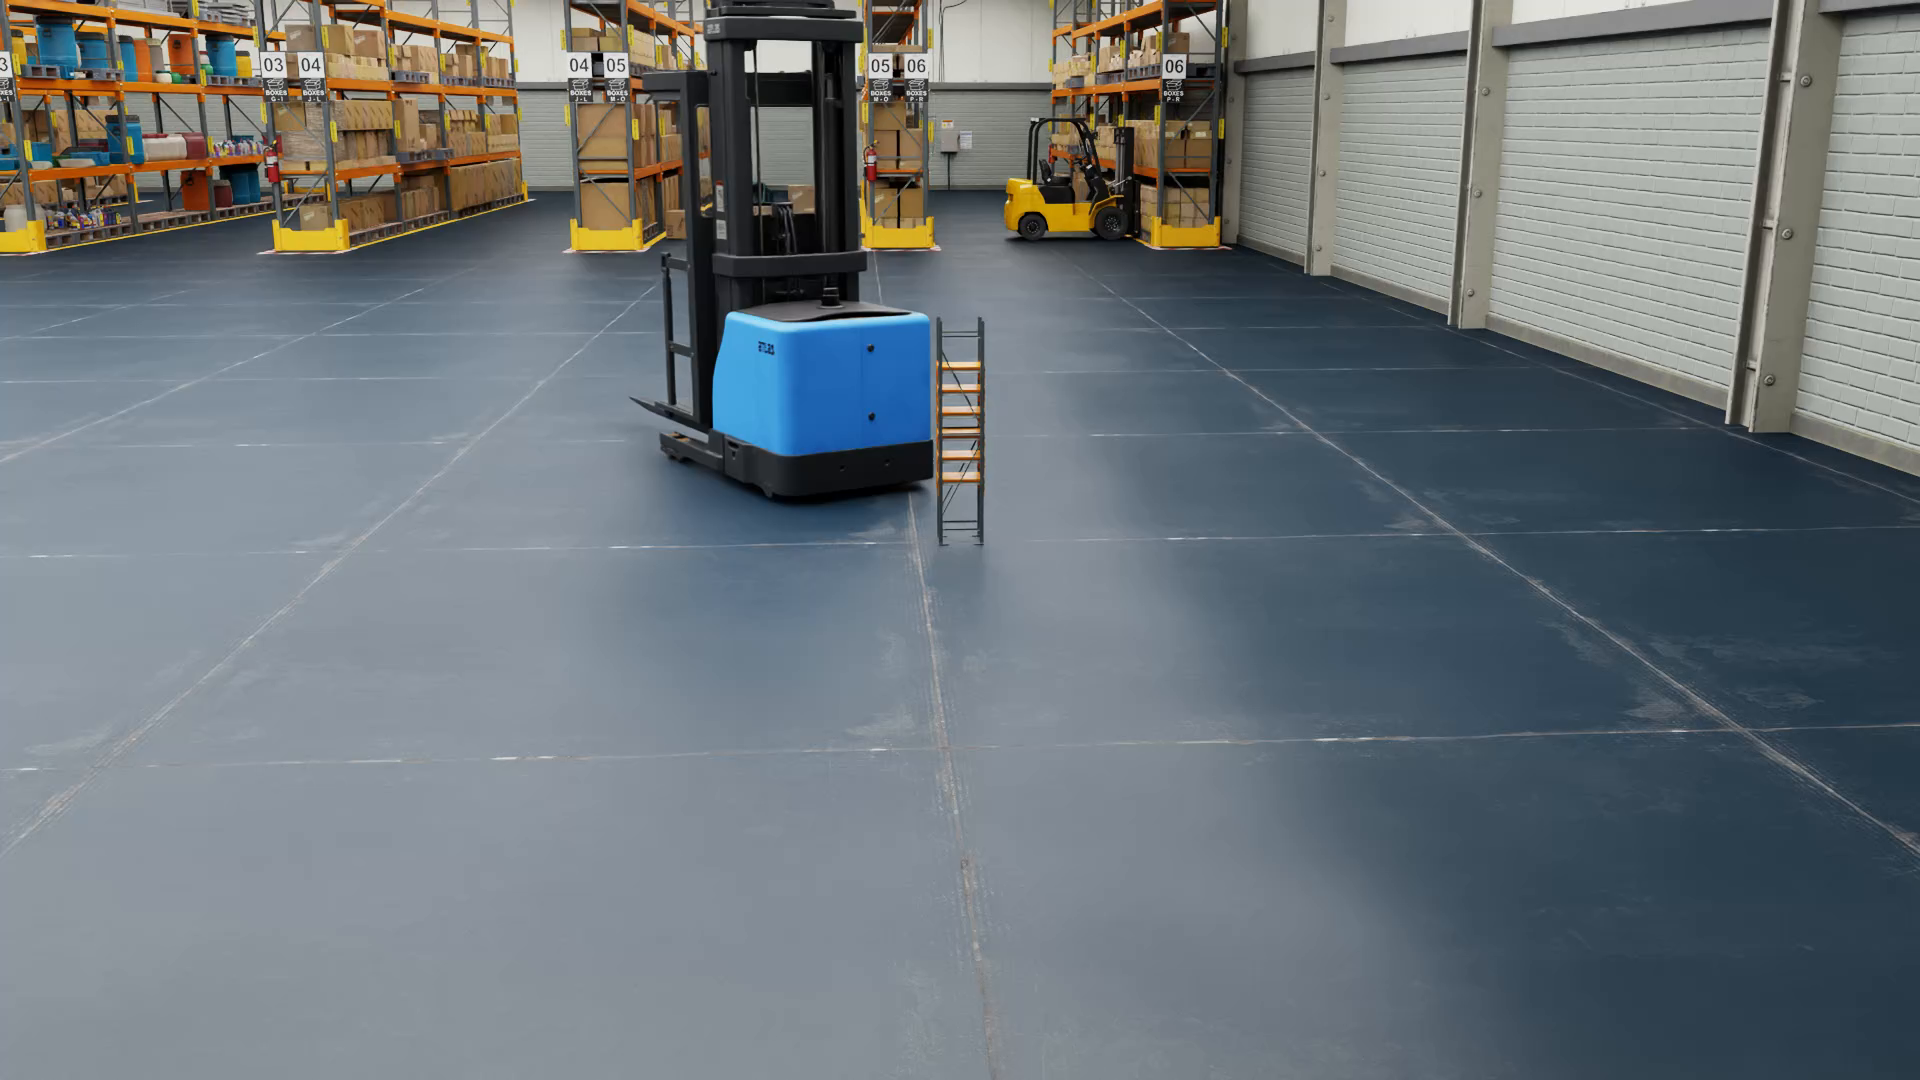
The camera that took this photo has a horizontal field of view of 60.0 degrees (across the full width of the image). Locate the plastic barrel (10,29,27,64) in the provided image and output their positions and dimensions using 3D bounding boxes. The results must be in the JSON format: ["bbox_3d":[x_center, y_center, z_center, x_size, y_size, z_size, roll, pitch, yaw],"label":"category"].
[{"bbox_3d":[-16.074,-8.294,28.002,0.600,0.588,0.600,0,14,0],"label":"plastic barrel"}]

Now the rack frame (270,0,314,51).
[{"bbox_3d":[-16.868,-13.150,42.075,1.000,3.000,0.127,-1,14,-3],"label":"rack frame"}]

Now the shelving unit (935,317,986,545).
[{"bbox_3d":[0.001,-0.577,8.863,0.258,1.200,0.189,-1,14,-3],"label":"shelving unit"}]

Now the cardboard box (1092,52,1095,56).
[{"bbox_3d":[3.305,-11.344,39.108,0.396,0.266,0.258,-1,14,-3],"label":"cardboard box"}]

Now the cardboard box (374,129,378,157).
[{"bbox_3d":[-11.219,-7.291,30.547,0.875,0.500,0.500,-1,14,-3],"label":"cardboard box"}]

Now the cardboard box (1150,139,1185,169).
[{"bbox_3d":[3.619,-6.739,28.998,0.500,0.500,0.500,-1,14,-5],"label":"cardboard box"}]

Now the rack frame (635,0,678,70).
[{"bbox_3d":[-6.472,-11.288,34.839,1.000,3.000,0.127,-1,14,-3],"label":"rack frame"}]

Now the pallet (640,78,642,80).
[{"bbox_3d":[-6.307,-9.307,33.537,1.003,0.211,1.213,0,14,-1],"label":"pallet"}]

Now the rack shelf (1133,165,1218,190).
[{"bbox_3d":[3.788,-6.721,30.573,1.077,0.370,4.000,-1,14,-3],"label":"rack shelf"}]

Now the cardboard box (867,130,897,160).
[{"bbox_3d":[-1.351,-6.818,28.707,0.500,0.500,0.500,-1,14,-4],"label":"cardboard box"}]

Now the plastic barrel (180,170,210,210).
[{"bbox_3d":[-16.420,-7.529,35.780,0.600,0.830,0.708,-1,14,-3],"label":"plastic barrel"}]

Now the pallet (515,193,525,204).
[{"bbox_3d":[-11.797,-8.773,42.699,1.003,0.211,1.213,-1,14,-3],"label":"pallet"}]

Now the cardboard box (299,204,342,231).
[{"bbox_3d":[-10.955,-5.490,28.518,0.500,0.500,0.500,2,15,7],"label":"cardboard box"}]

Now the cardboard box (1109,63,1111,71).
[{"bbox_3d":[3.245,-9.610,33.799,0.380,0.149,0.250,-1,14,-4],"label":"cardboard box"}]

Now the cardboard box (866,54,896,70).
[{"bbox_3d":[-1.343,-8.142,28.335,0.500,0.250,0.500,-1,14,-4],"label":"cardboard box"}]

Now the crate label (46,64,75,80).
[{"bbox_3d":[-15.663,-8.116,28.831,0.502,0.251,0.408,-1,14,-3],"label":"crate label"}]

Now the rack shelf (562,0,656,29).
[{"bbox_3d":[-6.101,-9.254,29.179,1.077,0.370,4.000,-1,14,-3],"label":"rack shelf"}]

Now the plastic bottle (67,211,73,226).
[{"bbox_3d":[-16.359,-5.910,30.570,0.097,0.271,0.097,0,14,0],"label":"plastic bottle"}]

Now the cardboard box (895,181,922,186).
[{"bbox_3d":[-0.986,-6.581,31.756,0.500,0.500,0.500,-1,14,-4],"label":"cardboard box"}]

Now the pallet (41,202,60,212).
[{"bbox_3d":[-21.476,-7.622,38.226,1.003,0.211,1.213,-1,14,-3],"label":"pallet"}]

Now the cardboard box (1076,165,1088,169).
[{"bbox_3d":[2.985,-8.915,39.931,0.380,0.149,0.250,-1,14,-4],"label":"cardboard box"}]

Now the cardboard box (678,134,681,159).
[{"bbox_3d":[-6.176,-8.323,35.155,0.500,0.500,0.500,-1,14,-3],"label":"cardboard box"}]

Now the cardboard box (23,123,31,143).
[{"bbox_3d":[-21.758,-9.305,38.126,0.700,0.500,0.500,-6,16,-22],"label":"cardboard box"}]

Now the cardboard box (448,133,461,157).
[{"bbox_3d":[-11.222,-8.633,36.359,0.500,0.500,0.500,-1,14,-5],"label":"cardboard box"}]

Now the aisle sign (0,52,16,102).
[{"bbox_3d":[-15.580,-7.511,26.981,0.394,0.787,0.004,-1,14,-3],"label":"aisle sign"}]

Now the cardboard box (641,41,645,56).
[{"bbox_3d":[-5.845,-8.669,29.342,0.500,0.250,0.500,-1,14,-4],"label":"cardboard box"}]

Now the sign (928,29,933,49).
[{"bbox_3d":[-0.501,-8.379,27.799,0.100,0.325,0.005,-1,14,-3],"label":"sign"}]

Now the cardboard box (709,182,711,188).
[{"bbox_3d":[-6.650,-9.212,43.092,0.380,0.149,0.250,-1,14,-5],"label":"cardboard box"}]

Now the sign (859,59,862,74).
[{"bbox_3d":[-2.340,-11.212,39.365,0.100,0.325,0.005,-1,14,-3],"label":"sign"}]

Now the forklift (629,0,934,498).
[{"bbox_3d":[-1.361,-1.985,10.860,1.130,2.935,3.031,-9,17,-30],"label":"forklift"}]

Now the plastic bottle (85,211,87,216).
[{"bbox_3d":[-15.865,-5.832,30.240,0.061,0.283,0.133,-1,14,-3],"label":"plastic bottle"}]

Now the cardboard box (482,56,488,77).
[{"bbox_3d":[-11.814,-11.407,40.075,0.700,0.500,0.500,0,14,-1],"label":"cardboard box"}]

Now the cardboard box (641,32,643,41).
[{"bbox_3d":[-5.774,-8.830,29.165,0.380,0.149,0.250,-1,14,-3],"label":"cardboard box"}]

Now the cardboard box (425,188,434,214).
[{"bbox_3d":[-11.320,-7.030,34.462,0.700,0.500,0.500,-2,15,-8],"label":"cardboard box"}]

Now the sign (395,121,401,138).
[{"bbox_3d":[-10.640,-7.766,31.453,0.100,0.325,0.005,-1,14,-3],"label":"sign"}]

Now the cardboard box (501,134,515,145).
[{"bbox_3d":[-11.599,-10.150,42.158,0.500,0.250,0.500,-1,14,-4],"label":"cardboard box"}]

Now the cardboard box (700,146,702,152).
[{"bbox_3d":[-6.532,-9.591,40.789,0.380,0.149,0.250,-1,14,-2],"label":"cardboard box"}]

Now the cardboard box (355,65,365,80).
[{"bbox_3d":[-10.807,-8.226,29.260,0.500,0.250,0.500,0,14,-2],"label":"cardboard box"}]

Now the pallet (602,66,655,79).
[{"bbox_3d":[-6.184,-8.594,30.566,1.003,0.211,1.213,-1,14,-3],"label":"pallet"}]

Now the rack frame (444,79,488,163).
[{"bbox_3d":[-11.677,-9.326,39.253,1.000,3.000,0.127,-1,14,-3],"label":"rack frame"}]

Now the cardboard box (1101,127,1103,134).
[{"bbox_3d":[3.201,-8.711,35.359,0.380,0.149,0.250,0,14,-2],"label":"cardboard box"}]

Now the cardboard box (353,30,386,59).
[{"bbox_3d":[-10.899,-9.116,30.615,0.500,0.500,0.500,-1,14,-5],"label":"cardboard box"}]

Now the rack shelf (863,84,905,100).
[{"bbox_3d":[-1.414,-9.091,33.764,1.077,0.370,4.000,-1,14,-3],"label":"rack shelf"}]

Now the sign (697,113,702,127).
[{"bbox_3d":[-6.167,-9.948,39.346,0.100,0.325,0.005,-1,14,-3],"label":"sign"}]

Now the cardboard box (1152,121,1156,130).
[{"bbox_3d":[3.589,-7.290,29.241,0.380,0.149,0.250,-1,14,-2],"label":"cardboard box"}]

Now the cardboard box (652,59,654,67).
[{"bbox_3d":[-5.867,-8.822,30.737,0.380,0.149,0.250,-1,14,-3],"label":"cardboard box"}]

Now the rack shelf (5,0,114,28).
[{"bbox_3d":[-16.001,-9.126,28.682,1.077,0.370,4.000,-1,14,-3],"label":"rack shelf"}]

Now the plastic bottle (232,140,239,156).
[{"bbox_3d":[-16.169,-8.728,37.029,0.144,0.351,0.185,-1,14,-3],"label":"plastic bottle"}]
